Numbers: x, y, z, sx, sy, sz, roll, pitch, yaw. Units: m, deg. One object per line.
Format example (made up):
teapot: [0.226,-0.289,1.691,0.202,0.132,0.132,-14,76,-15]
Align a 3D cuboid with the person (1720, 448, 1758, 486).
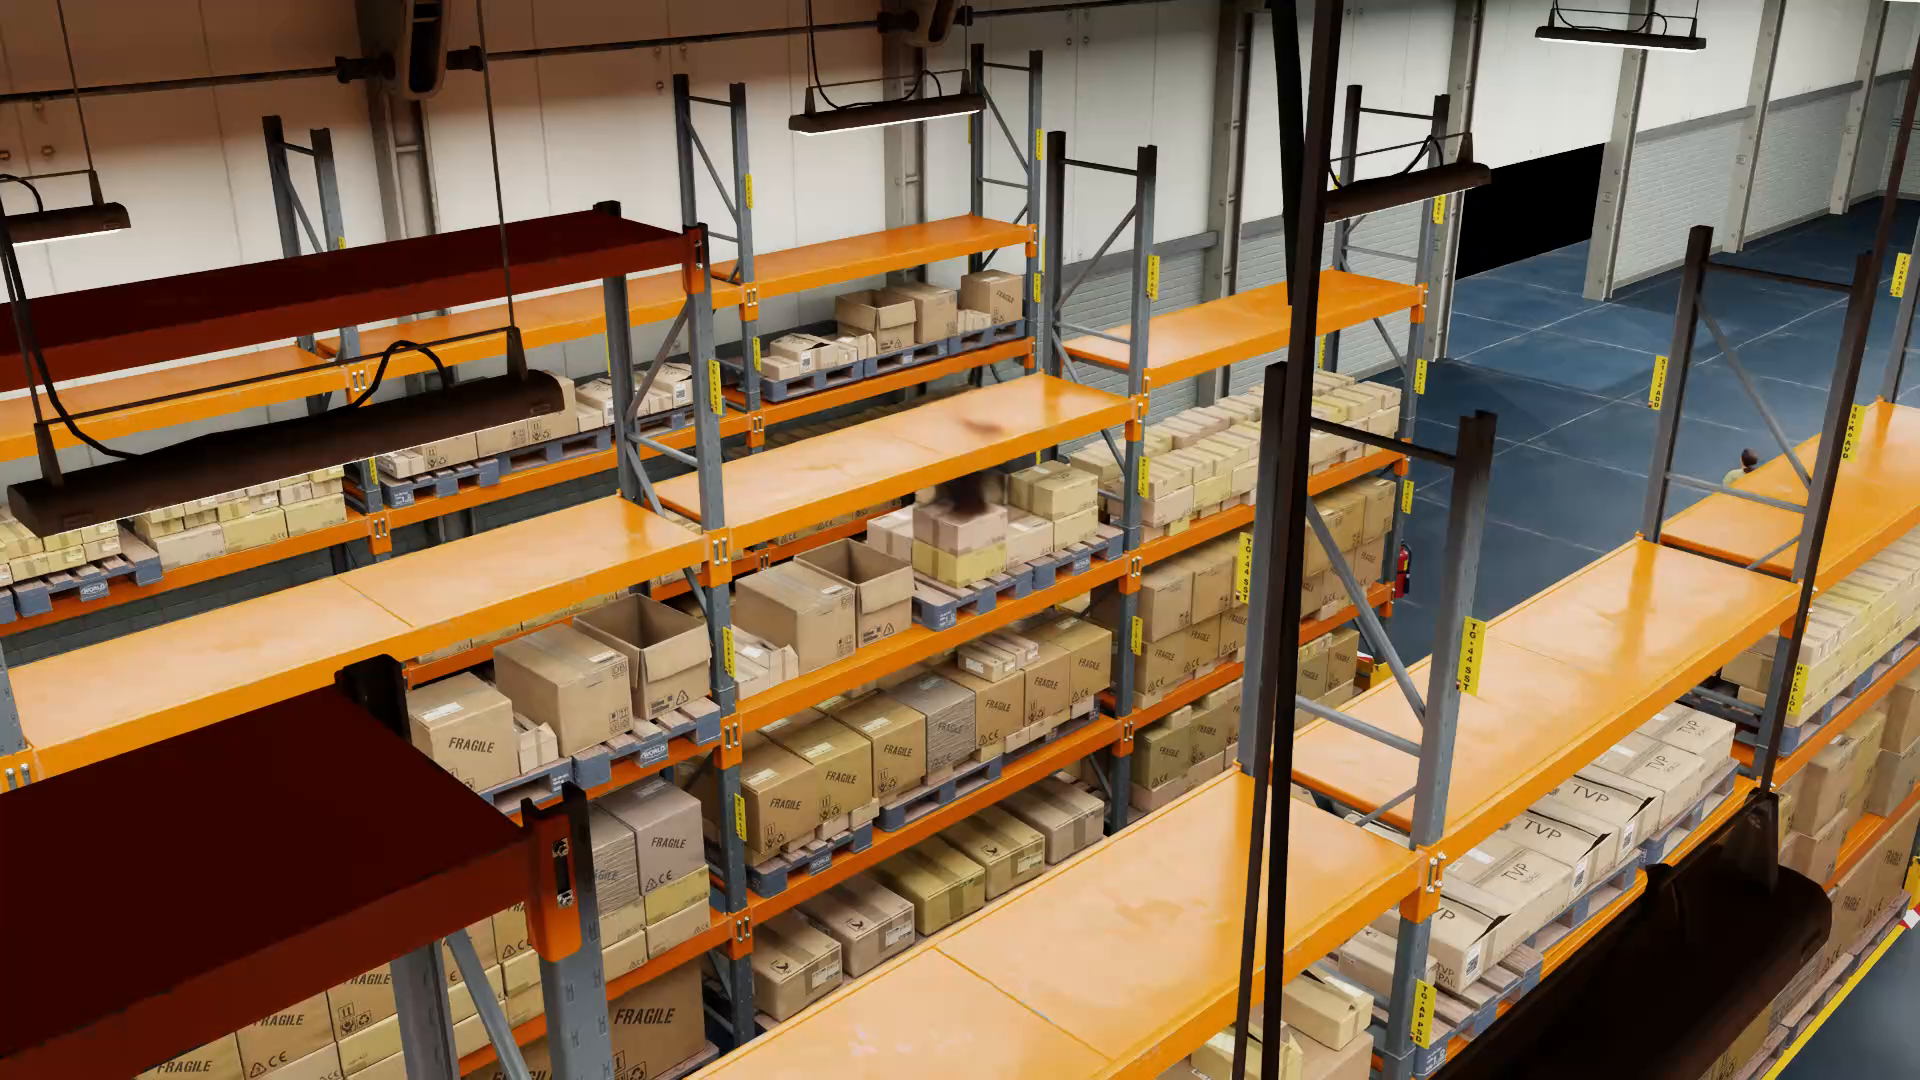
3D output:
person: [9.113,-0.307,19.461,0.586,1.628,0.753,1,22,3]
